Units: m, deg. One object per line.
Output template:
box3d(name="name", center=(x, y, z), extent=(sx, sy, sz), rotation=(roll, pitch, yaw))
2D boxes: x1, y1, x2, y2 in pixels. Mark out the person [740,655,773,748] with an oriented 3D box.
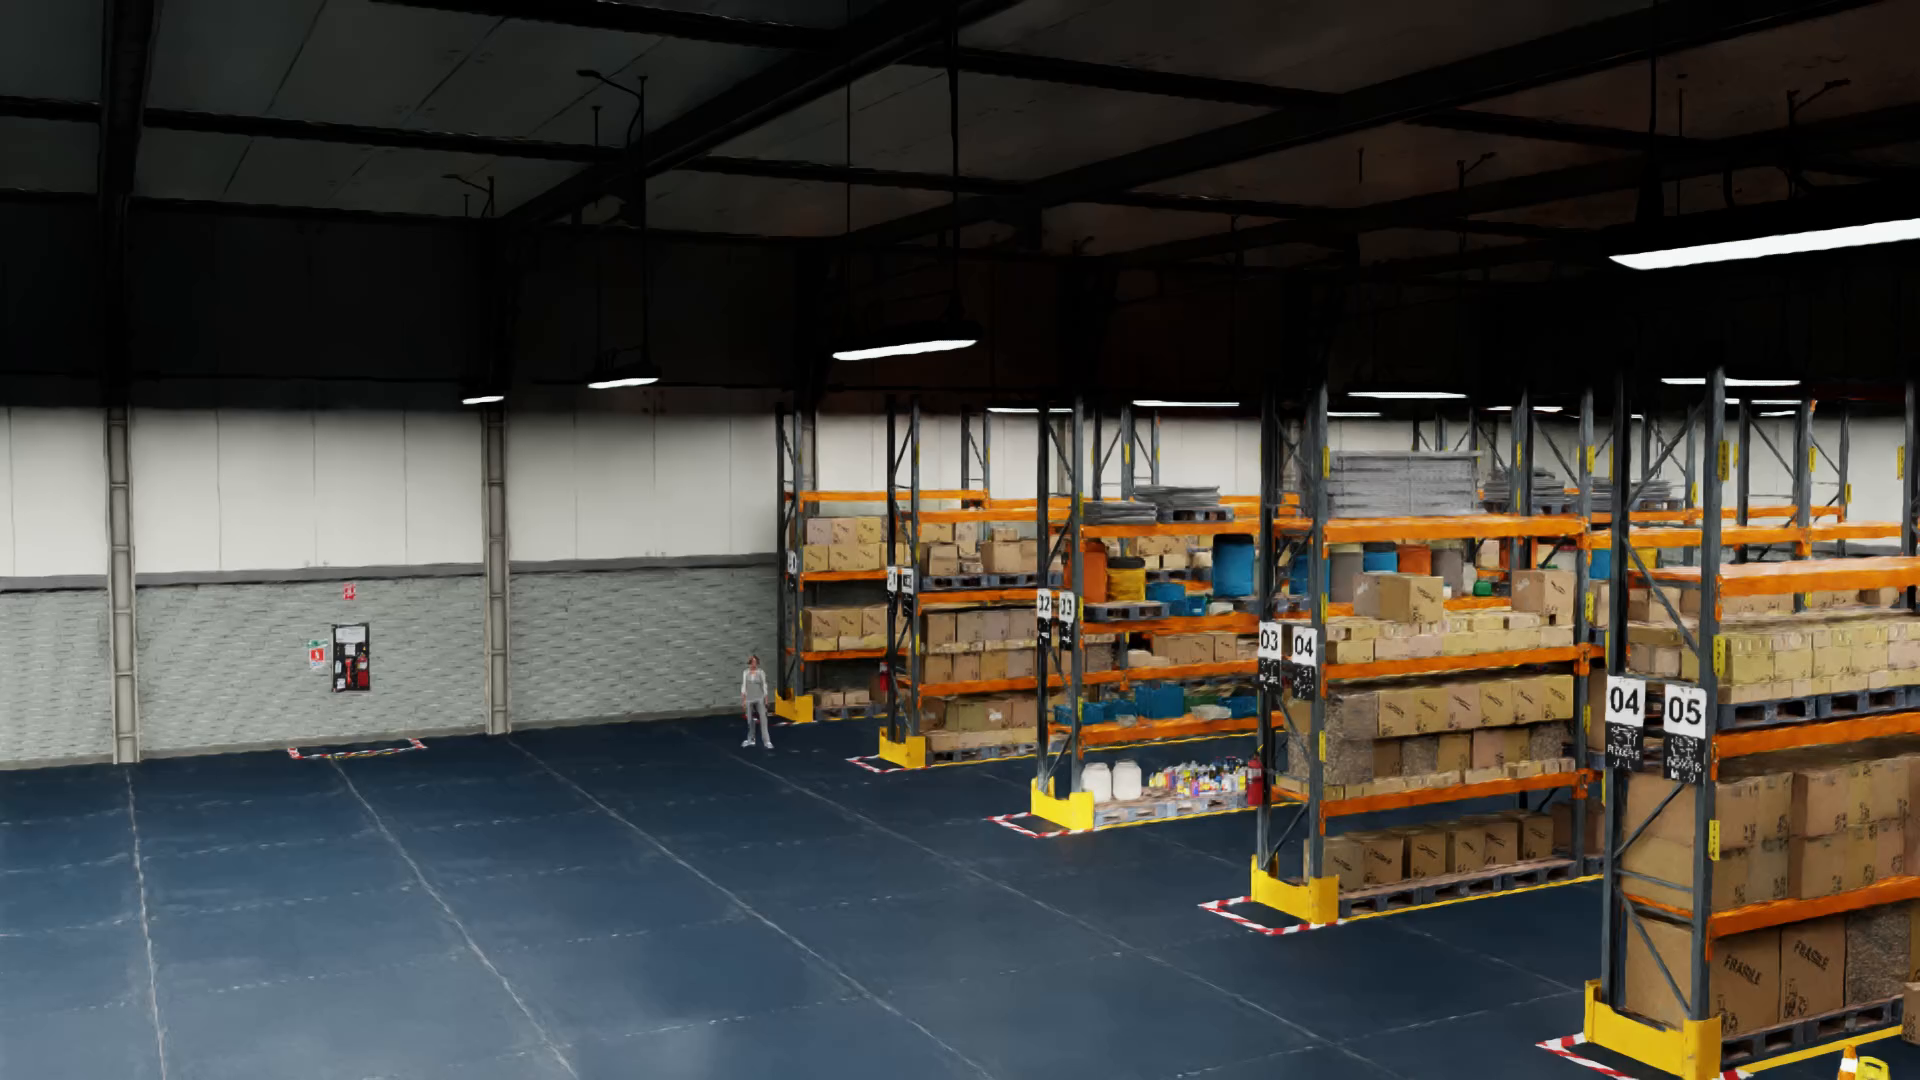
box3d(name="person", center=(-3.471, 2.749, 28.417), extent=(0.618, 1.592, 0.495), rotation=(0, 3, 3))
